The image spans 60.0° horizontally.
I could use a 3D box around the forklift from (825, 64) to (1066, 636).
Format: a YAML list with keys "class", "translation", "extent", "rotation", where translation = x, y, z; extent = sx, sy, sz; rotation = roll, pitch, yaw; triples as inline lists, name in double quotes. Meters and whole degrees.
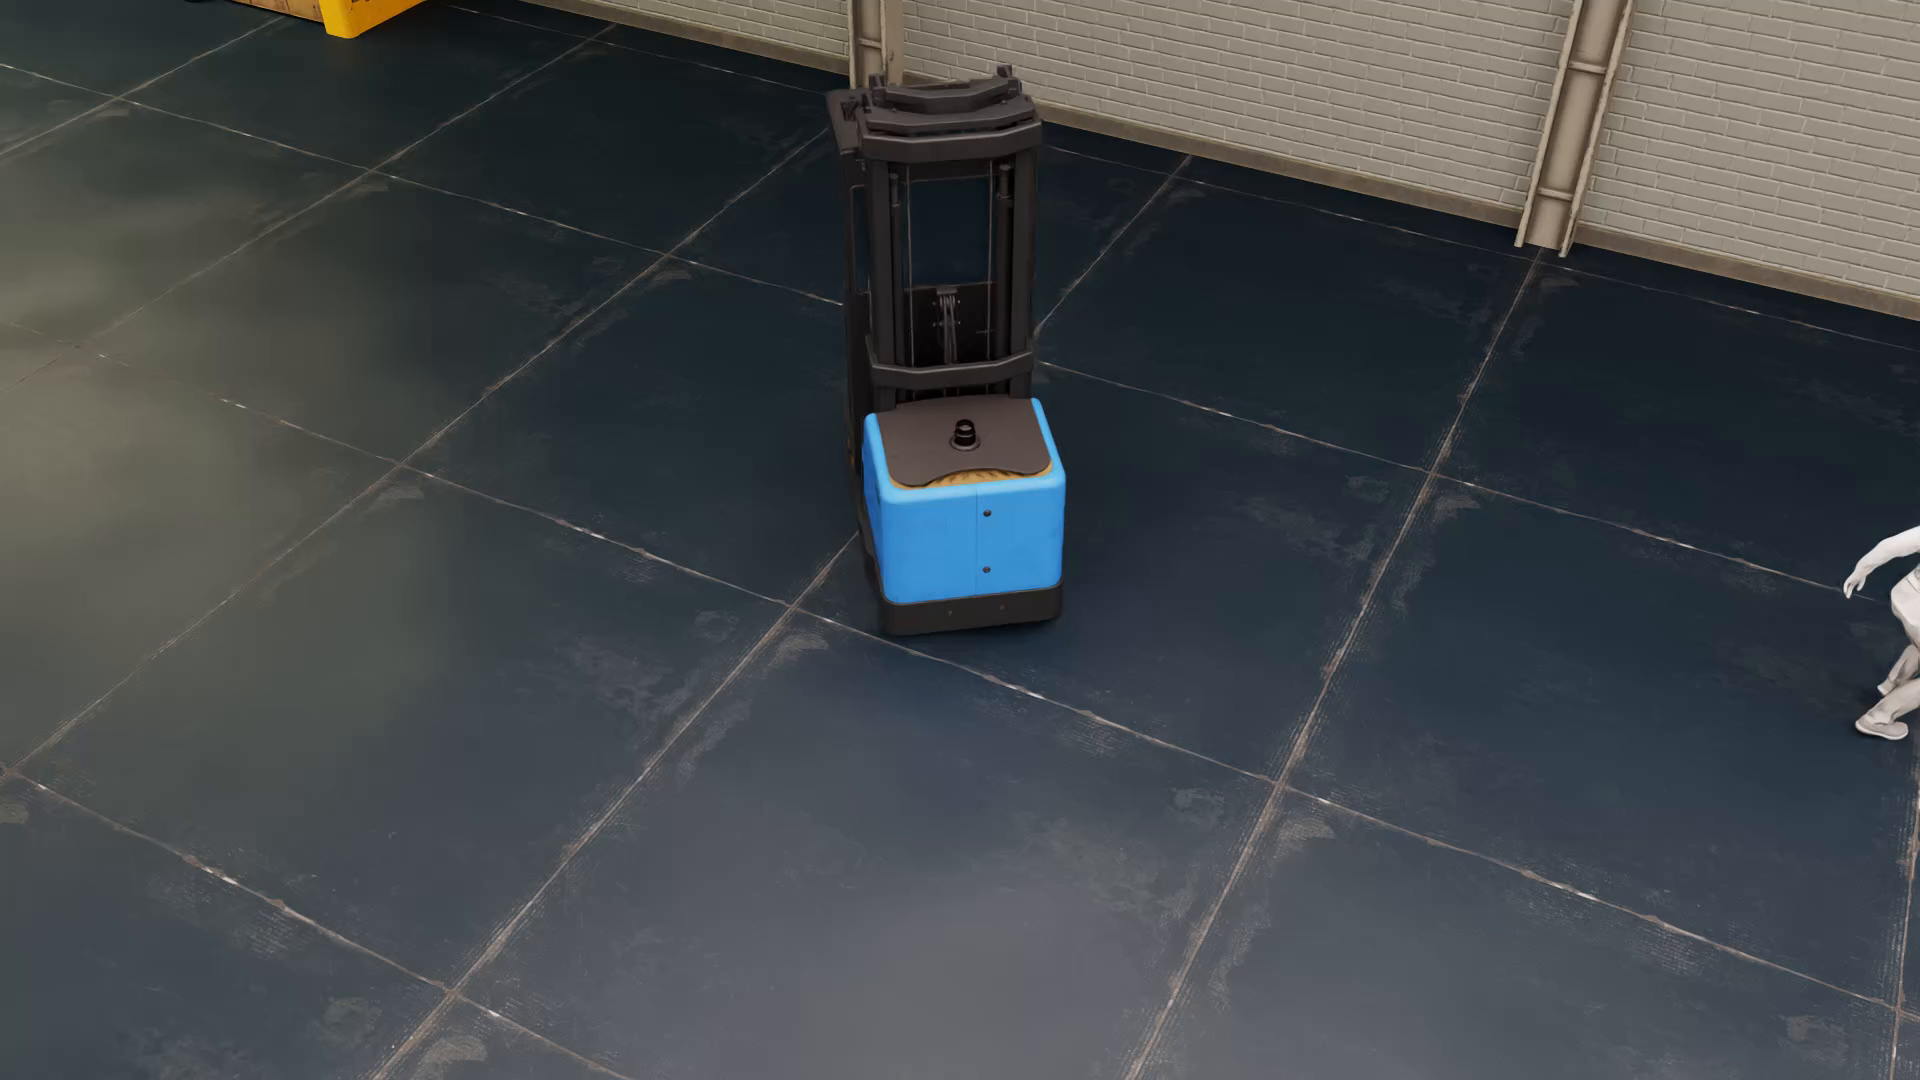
- class: "forklift"
  translation: [-0.156, -1.525, 9.797]
  extent: [1.130, 2.935, 3.031]
  rotation: [-6, 40, -7]

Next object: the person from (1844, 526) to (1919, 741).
- class: "person"
  translation: [5.026, 0.396, 8.586]
  extent: [0.706, 1.643, 0.617]
  rotation: [-7, 41, -8]
